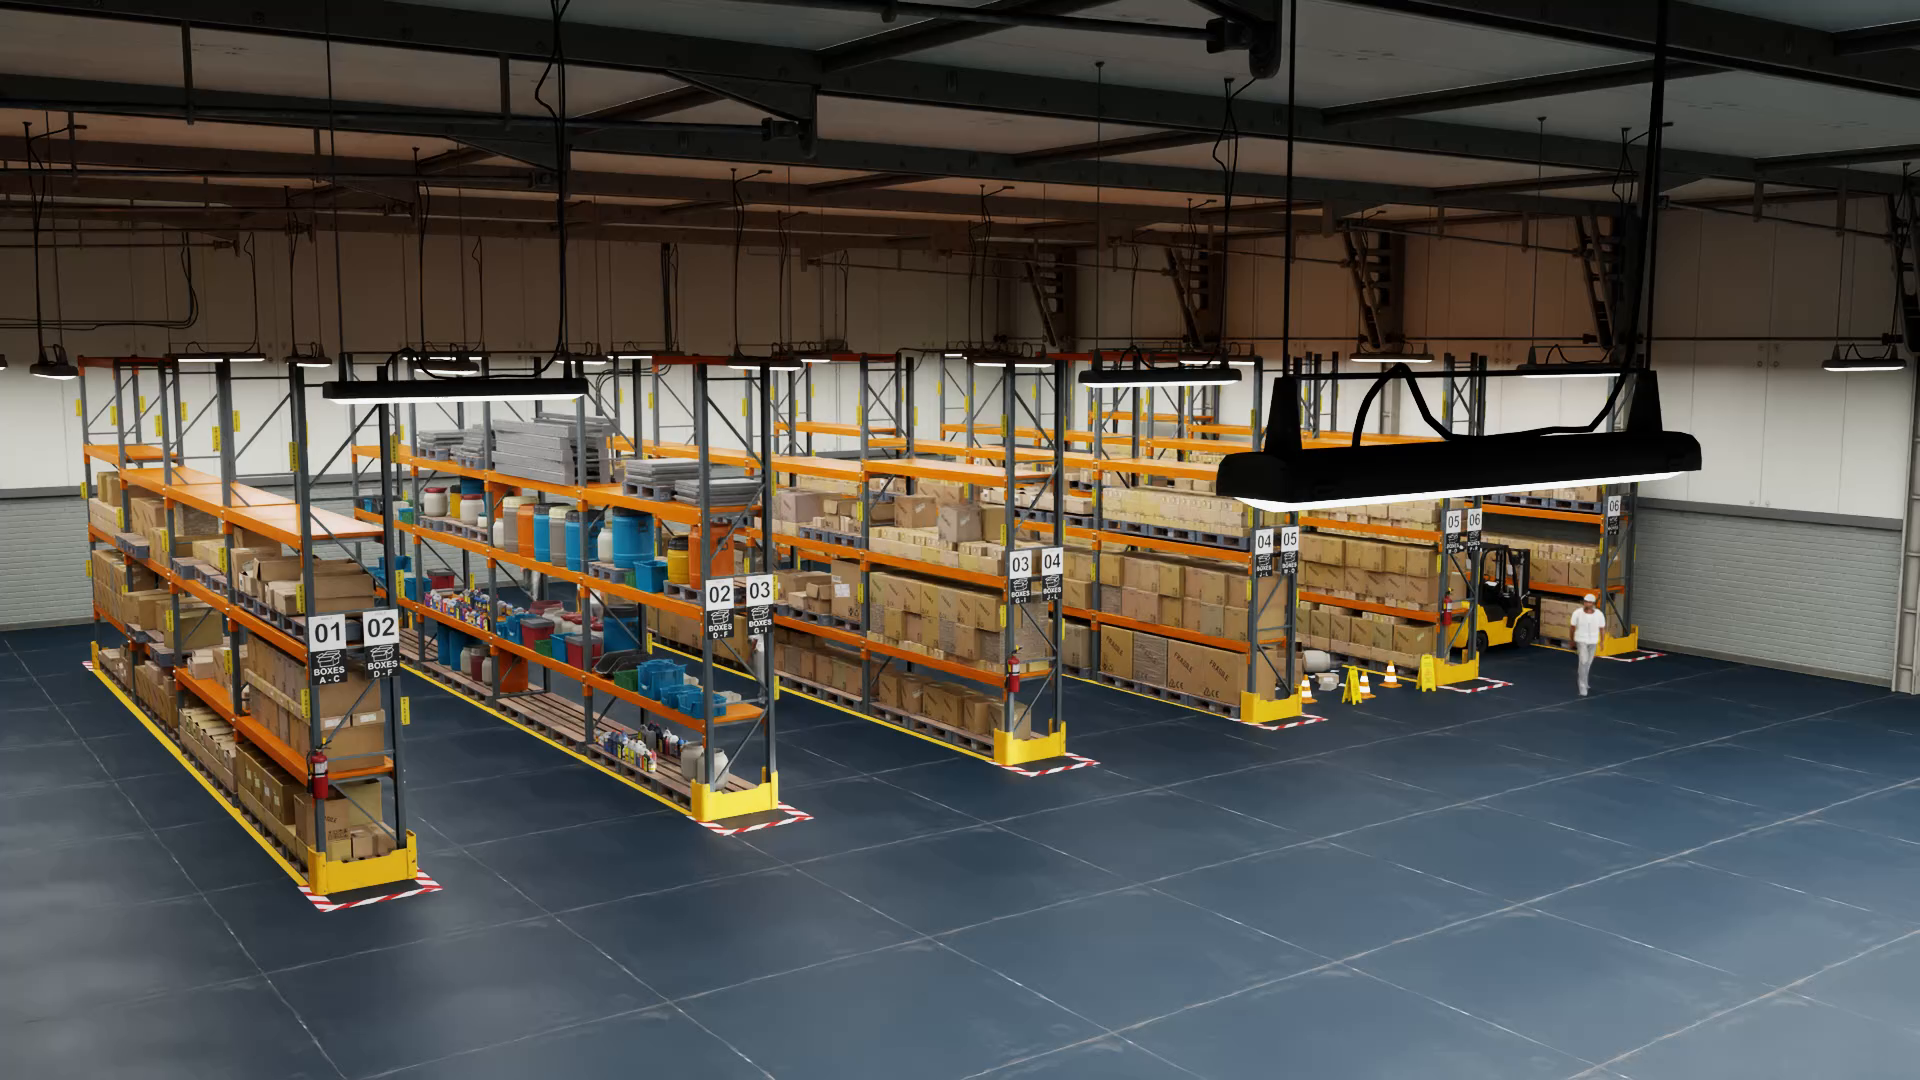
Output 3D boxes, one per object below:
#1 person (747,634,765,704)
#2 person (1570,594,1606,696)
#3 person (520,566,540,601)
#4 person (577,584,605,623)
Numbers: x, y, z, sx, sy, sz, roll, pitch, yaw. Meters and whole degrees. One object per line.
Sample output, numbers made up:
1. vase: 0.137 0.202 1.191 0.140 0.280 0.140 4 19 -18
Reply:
1. person: -3.404 1.995 29.064 0.590 1.669 0.592 2 7 19
2. person: 11.269 1.825 29.831 0.535 1.739 0.625 0 7 -3
3. person: -10.304 0.620 39.948 0.539 1.729 1.032 -1 7 -10
4. person: -7.571 1.367 34.152 0.567 1.831 0.527 -1 7 -8
